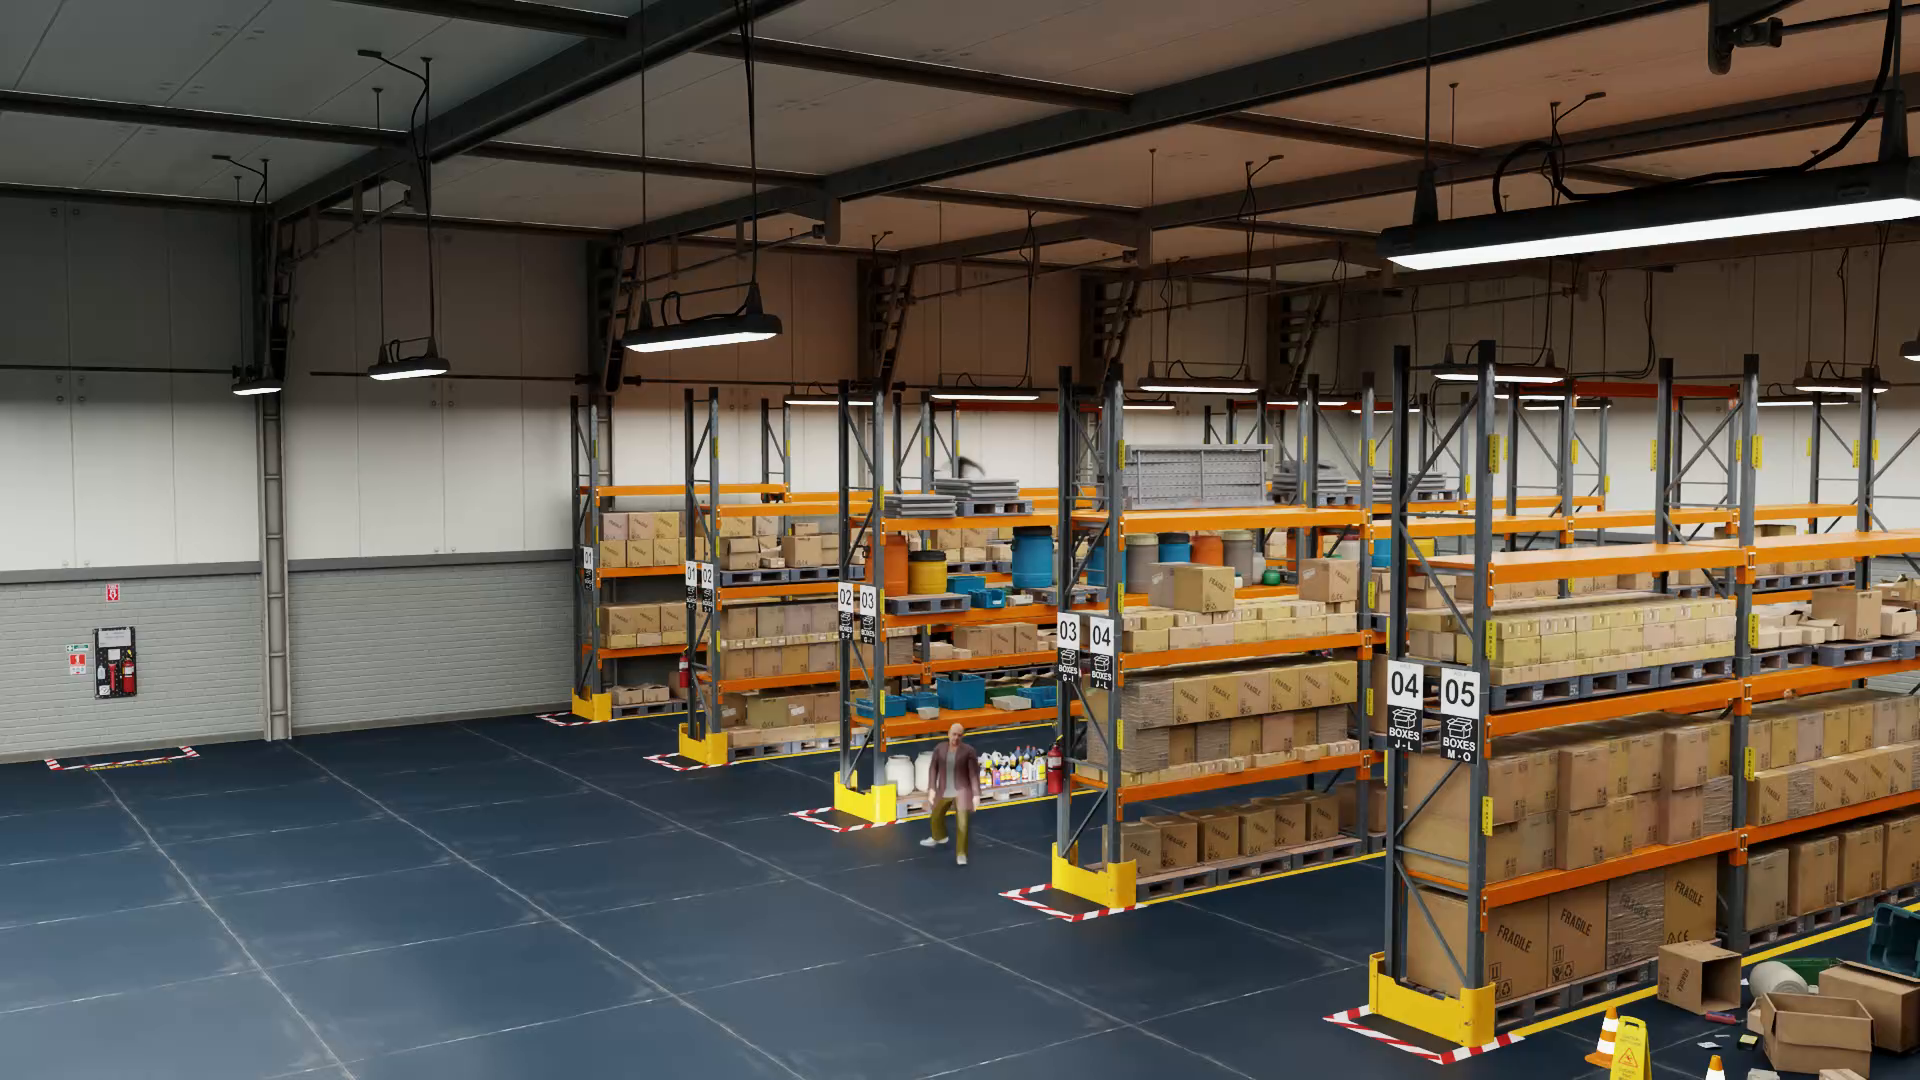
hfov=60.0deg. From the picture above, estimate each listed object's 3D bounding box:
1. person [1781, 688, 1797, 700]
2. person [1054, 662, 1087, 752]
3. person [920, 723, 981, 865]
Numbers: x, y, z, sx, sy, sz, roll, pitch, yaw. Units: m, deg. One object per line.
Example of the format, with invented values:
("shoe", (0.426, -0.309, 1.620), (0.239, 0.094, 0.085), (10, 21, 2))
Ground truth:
("person", (12.047, 2.916, 24.104), (0.801, 1.665, 0.494), (-3, 4, -39))
("person", (1.821, 2.722, 26.969), (0.691, 1.712, 0.782), (0, 3, -2))
("person", (-0.143, 3.070, 20.501), (0.892, 1.708, 0.783), (1, 4, 20))
